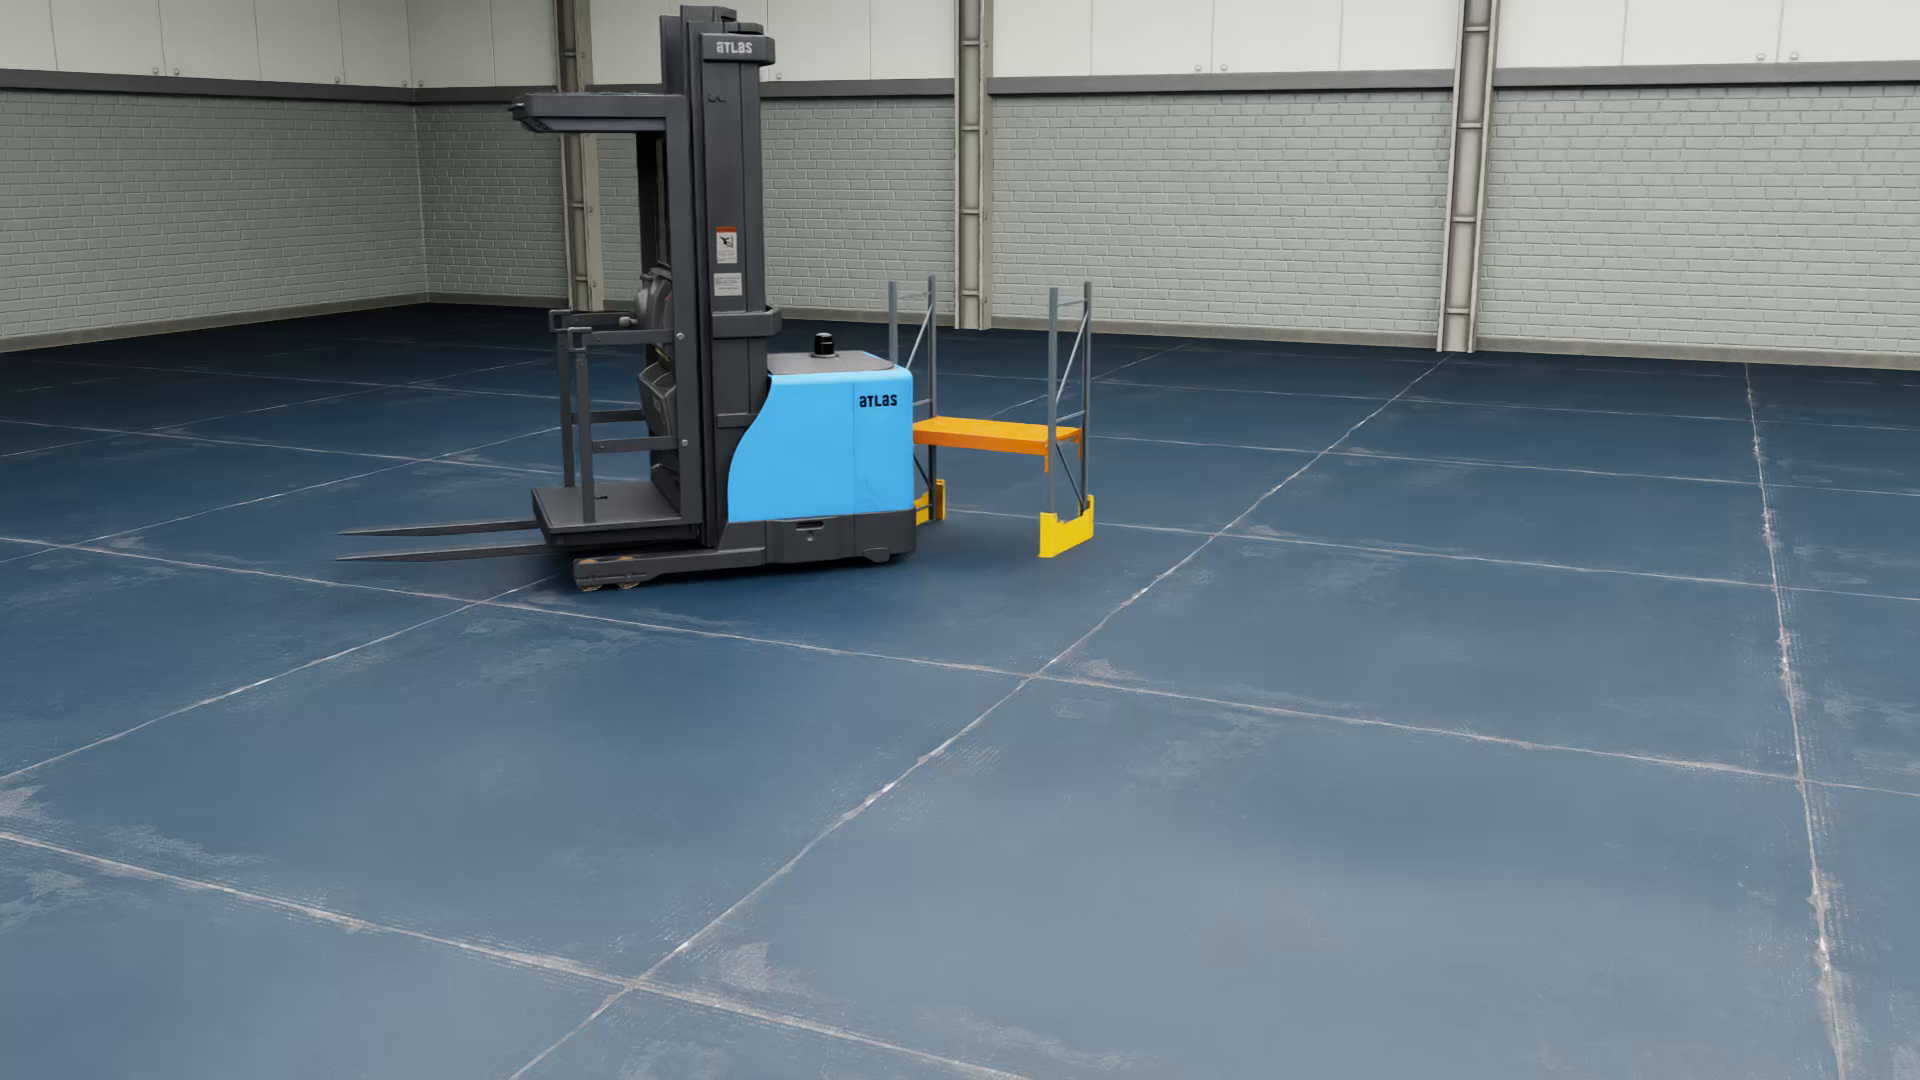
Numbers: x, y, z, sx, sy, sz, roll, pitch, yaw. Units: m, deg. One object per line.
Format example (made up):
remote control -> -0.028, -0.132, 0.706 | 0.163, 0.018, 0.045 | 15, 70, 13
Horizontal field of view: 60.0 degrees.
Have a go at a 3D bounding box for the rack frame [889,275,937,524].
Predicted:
rack frame -> -0.277, -0.803, 9.892 | 0.032, 1.500, 0.500 | 7, 15, 28

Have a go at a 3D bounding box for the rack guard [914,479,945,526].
rack guard -> -0.260, -0.192, 10.026 | 0.087, 0.250, 0.587 | 7, 15, 28

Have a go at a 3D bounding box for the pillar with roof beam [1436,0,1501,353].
pillar with roof beam -> 3.913, -5.642, 14.100 | 0.400, 9.000, 9.100 | 6, 14, 23

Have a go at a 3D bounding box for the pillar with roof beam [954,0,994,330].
pillar with roof beam -> -1.573, -6.197, 16.466 | 0.400, 9.000, 9.100 | 6, 14, 23

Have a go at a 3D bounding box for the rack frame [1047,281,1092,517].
rack frame -> 0.618, -0.692, 9.422 | 0.032, 1.500, 0.500 | 7, 15, 28

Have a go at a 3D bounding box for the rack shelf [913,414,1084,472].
rack shelf -> 0.171, -0.572, 9.698 | 1.000, 0.185, 0.538 | 7, 15, 28

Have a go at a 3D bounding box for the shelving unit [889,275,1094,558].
shelving unit -> 0.179, -0.746, 9.653 | 1.083, 1.500, 0.587 | 7, 15, 28

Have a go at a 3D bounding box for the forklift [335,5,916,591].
forklift -> -1.817, -1.295, 8.859 | 3.031, 2.935, 1.130 | -4, 14, -18

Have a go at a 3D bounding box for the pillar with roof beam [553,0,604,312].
pillar with roof beam -> -7.058, -6.752, 18.832 | 0.400, 9.000, 9.100 | 6, 14, 23

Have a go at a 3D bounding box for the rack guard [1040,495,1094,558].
rack guard -> 0.617, -0.084, 9.566 | 0.087, 0.250, 0.587 | 7, 15, 28
